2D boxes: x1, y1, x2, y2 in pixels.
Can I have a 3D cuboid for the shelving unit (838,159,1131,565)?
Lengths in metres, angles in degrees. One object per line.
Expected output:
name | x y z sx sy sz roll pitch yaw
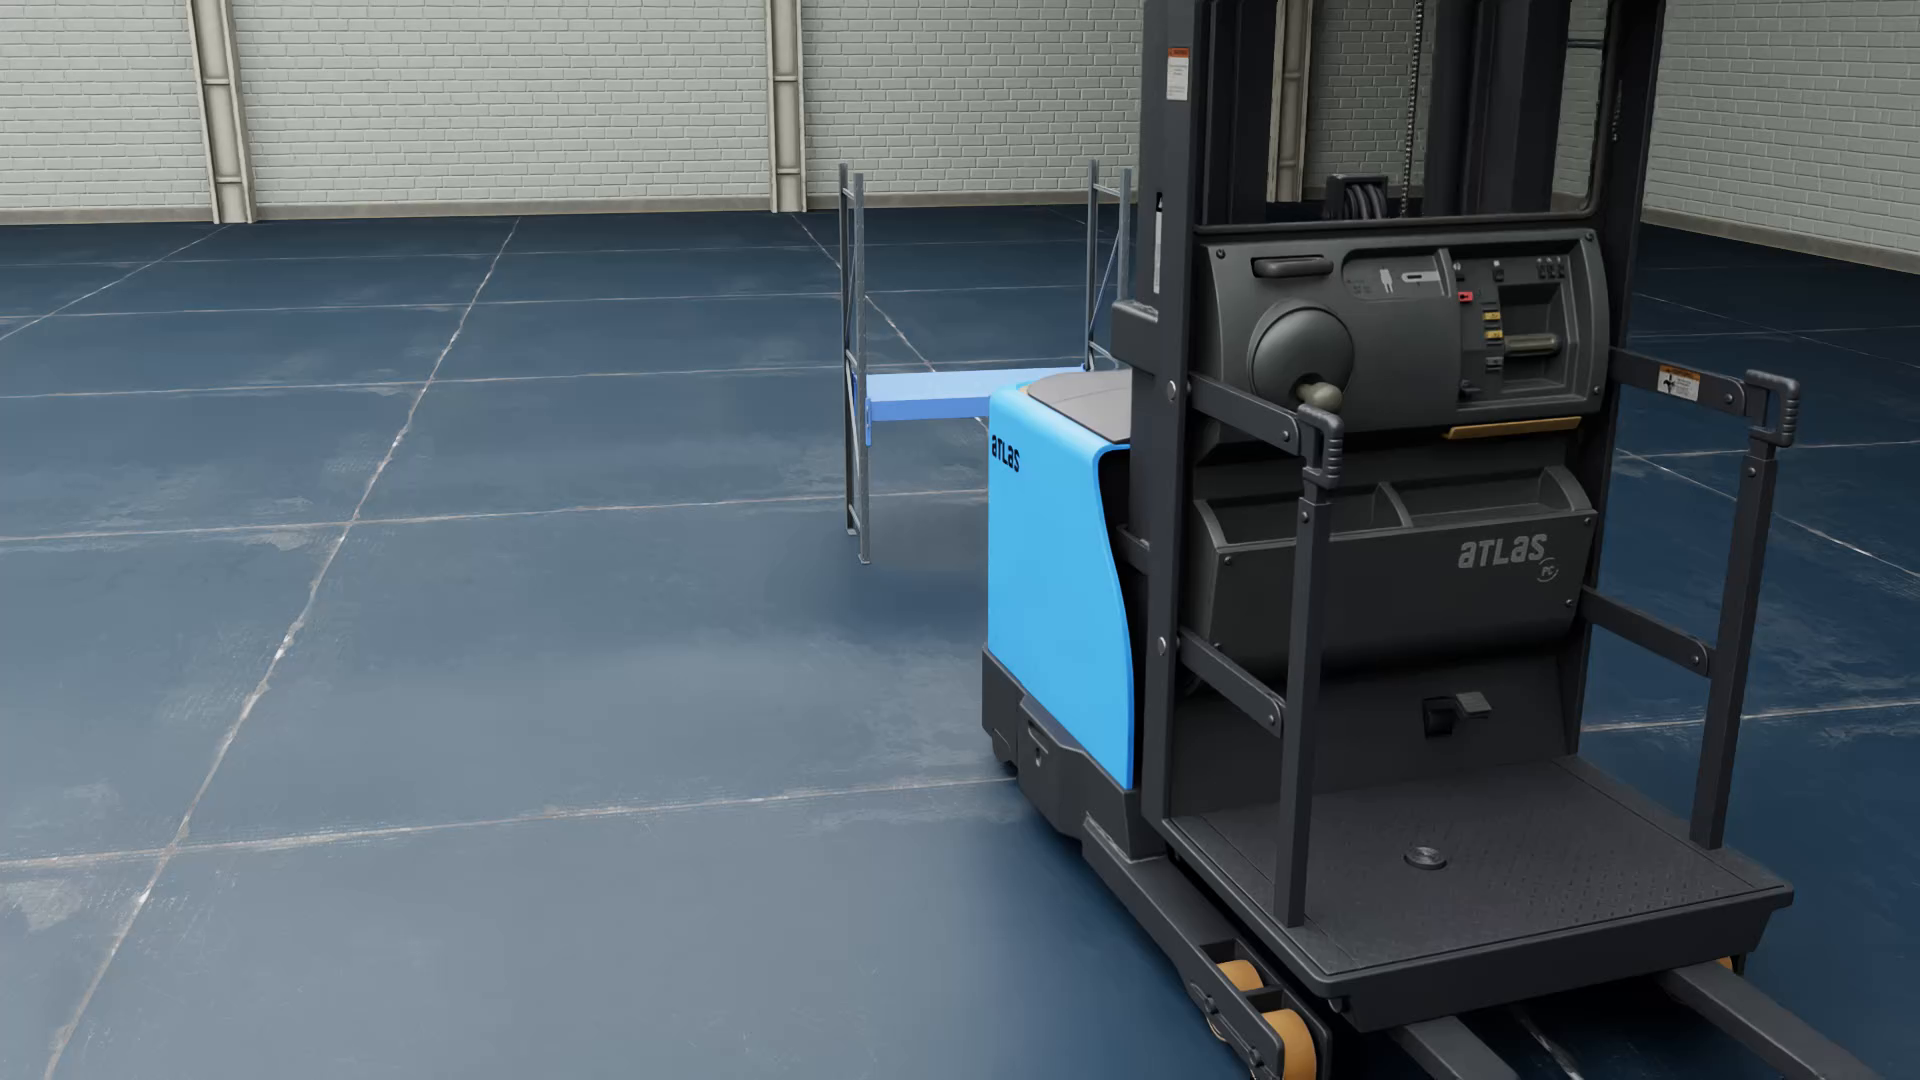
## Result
shelving unit | 0.084 -0.722 6.607 1.048 1.500 0.538 -3 17 -10

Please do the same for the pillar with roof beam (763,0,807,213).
pillar with roof beam | -1.158 -6.854 13.801 0.400 9.000 9.100 -3 17 -10

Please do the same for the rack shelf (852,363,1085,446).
rack shelf | 0.084 -0.550 6.660 1.000 0.185 0.538 -3 17 -10

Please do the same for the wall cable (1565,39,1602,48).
wall cable | 7.059 -6.728 18.679 0.112 2.526 3.097 -3 17 -10

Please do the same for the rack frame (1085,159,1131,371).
rack frame | 0.583 -0.750 6.699 0.032 1.500 0.500 -3 17 -10

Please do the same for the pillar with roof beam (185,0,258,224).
pillar with roof beam | -7.049 -6.520 12.713 0.400 9.000 9.100 -3 17 -10

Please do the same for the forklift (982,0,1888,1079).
forklift | 1.014 -0.444 3.266 1.130 2.935 3.031 -6 18 -18

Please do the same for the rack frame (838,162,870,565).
rack frame | -0.415 -0.693 6.515 0.032 1.500 0.500 -3 17 -10

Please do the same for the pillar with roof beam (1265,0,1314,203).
pillar with roof beam | 4.733 -7.188 14.889 0.400 9.000 9.100 -3 17 -10
